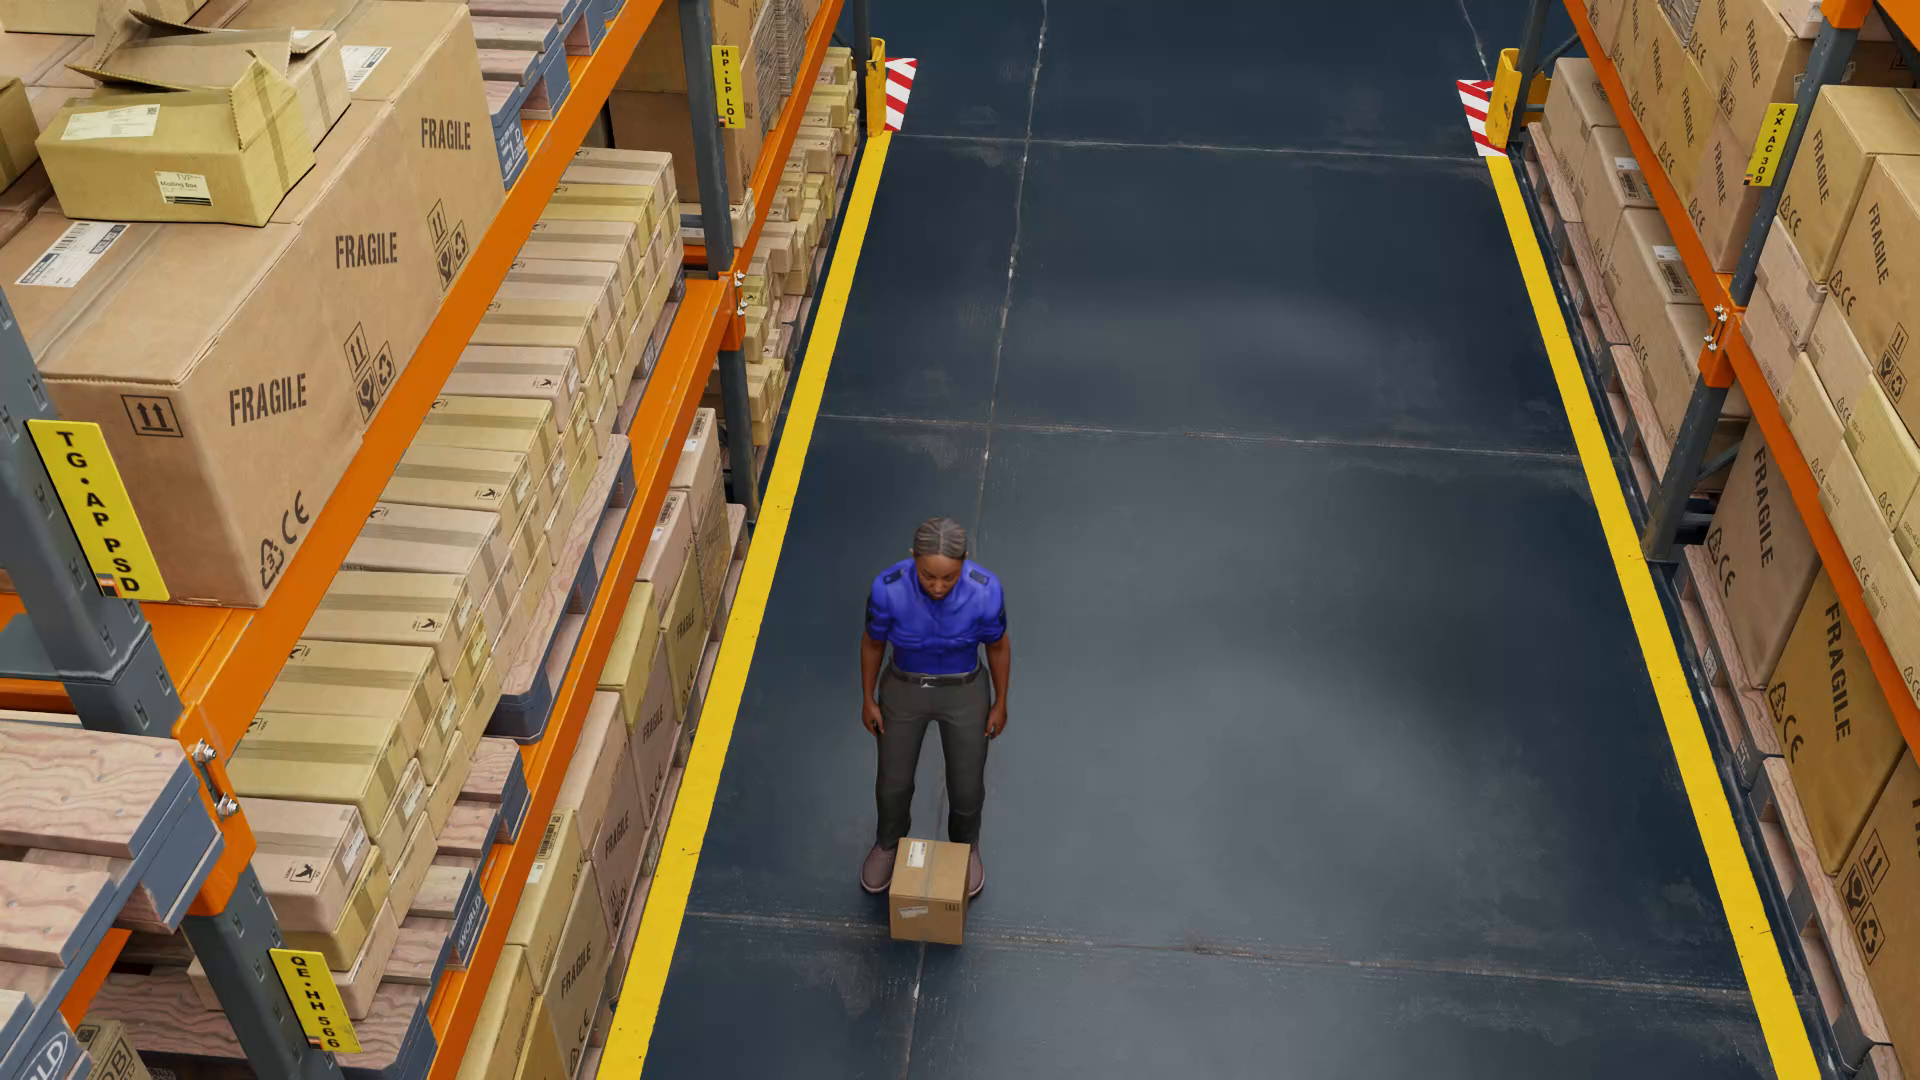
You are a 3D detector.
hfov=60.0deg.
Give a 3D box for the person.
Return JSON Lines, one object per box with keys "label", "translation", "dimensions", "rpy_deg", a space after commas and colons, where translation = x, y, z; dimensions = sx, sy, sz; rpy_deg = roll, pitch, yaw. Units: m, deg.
{"label": "person", "translation": [-0.095, 0.538, 5.527], "dimensions": [0.521, 1.653, 0.348], "rpy_deg": [1, 40, 1]}
